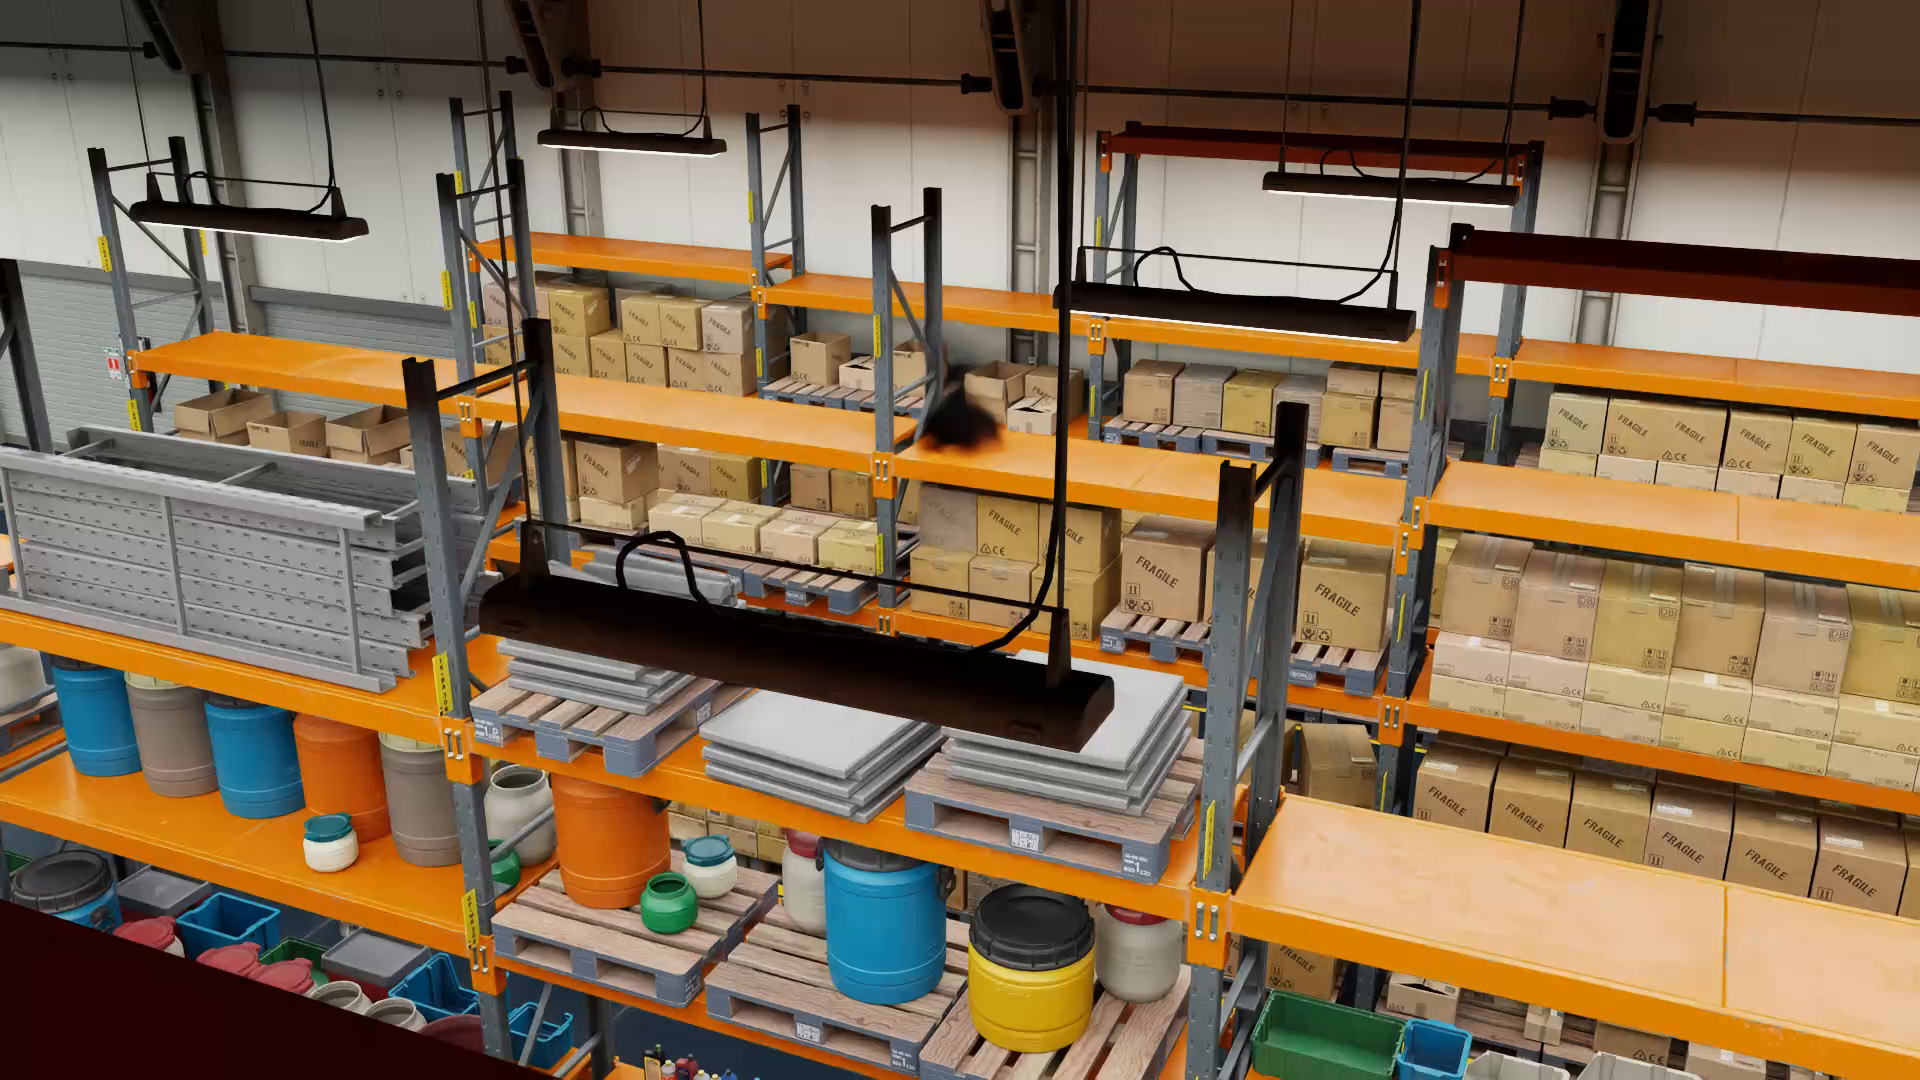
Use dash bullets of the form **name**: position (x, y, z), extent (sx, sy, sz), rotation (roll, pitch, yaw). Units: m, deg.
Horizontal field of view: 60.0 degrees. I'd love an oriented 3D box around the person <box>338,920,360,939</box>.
- **person**: position (-4.383, 2.903, 12.637), extent (0.648, 1.660, 0.745), rotation (-12, 24, -30)
